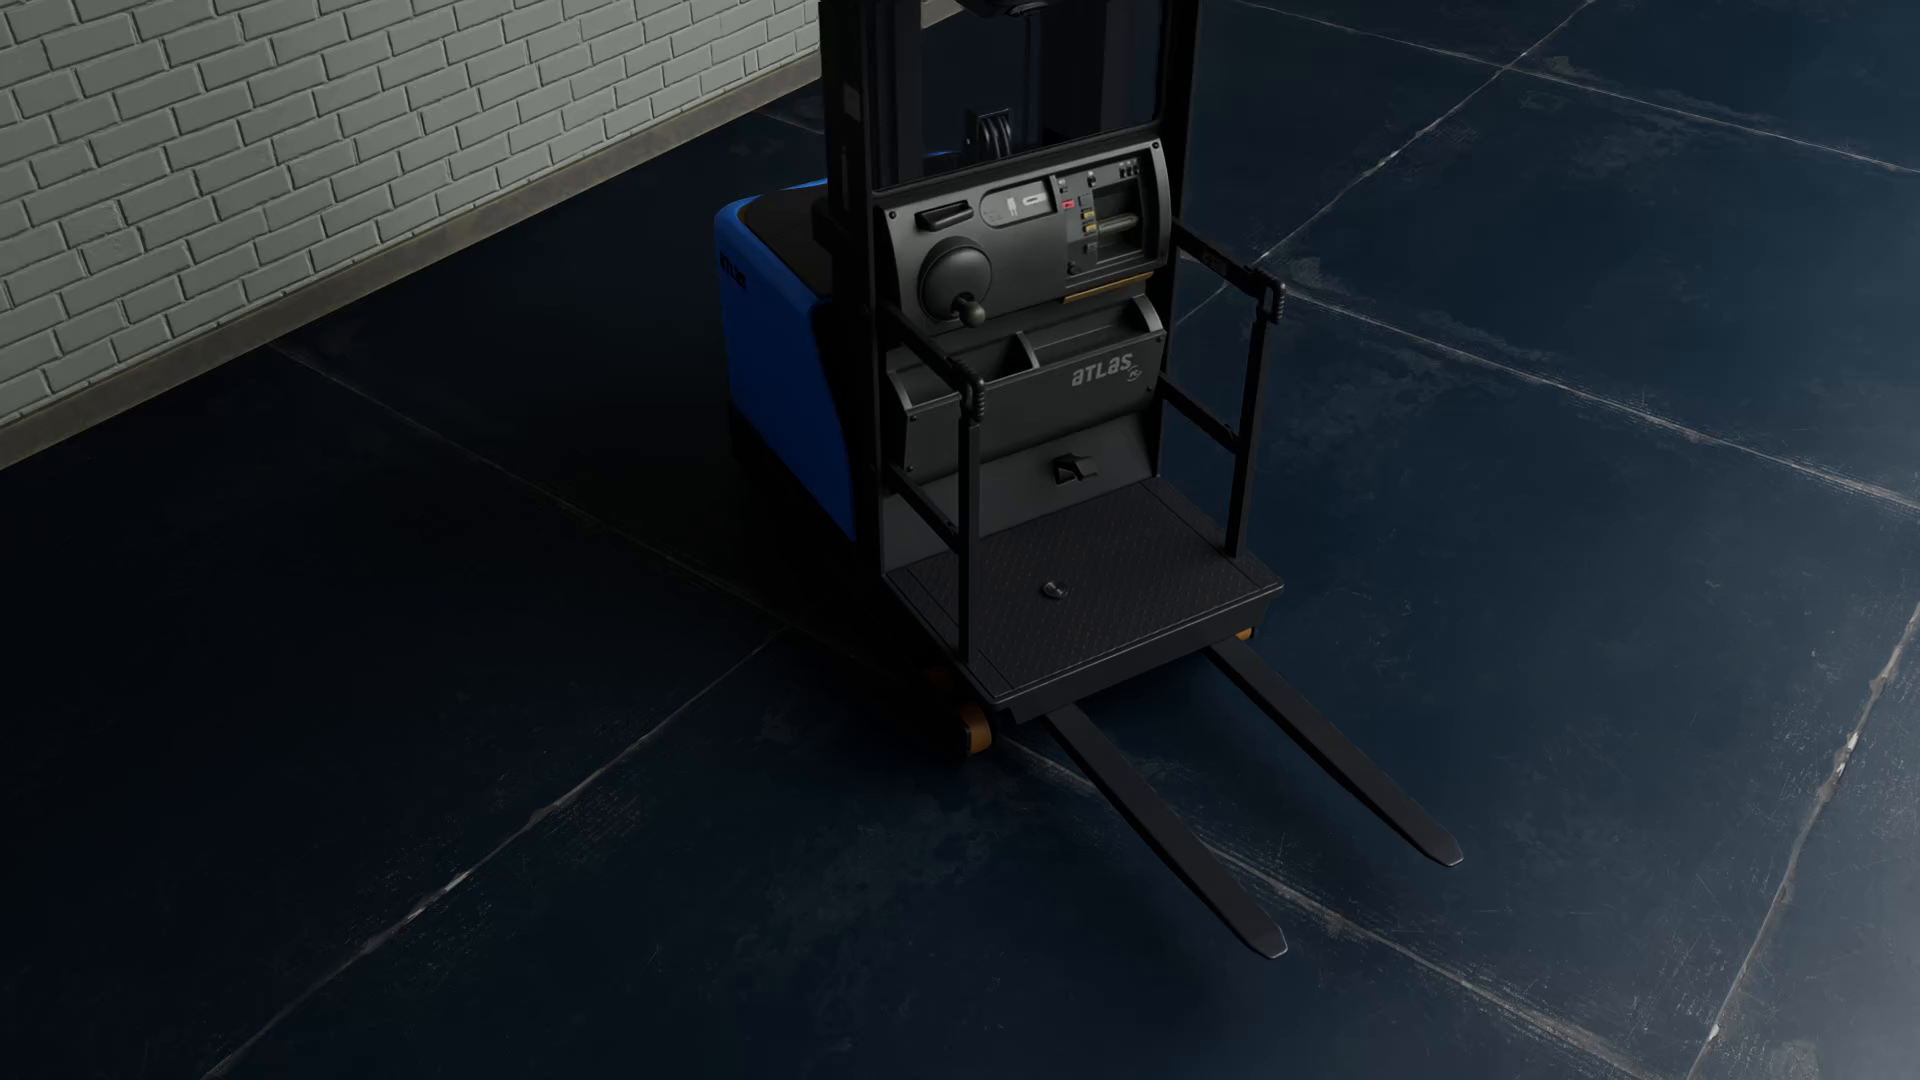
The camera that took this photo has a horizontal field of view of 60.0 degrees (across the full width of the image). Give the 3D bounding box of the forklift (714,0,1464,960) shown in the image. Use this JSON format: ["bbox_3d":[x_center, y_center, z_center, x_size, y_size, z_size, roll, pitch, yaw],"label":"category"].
[{"bbox_3d":[0.317,-0.818,4.633,1.130,2.935,3.031,-20,42,-23],"label":"forklift"}]
